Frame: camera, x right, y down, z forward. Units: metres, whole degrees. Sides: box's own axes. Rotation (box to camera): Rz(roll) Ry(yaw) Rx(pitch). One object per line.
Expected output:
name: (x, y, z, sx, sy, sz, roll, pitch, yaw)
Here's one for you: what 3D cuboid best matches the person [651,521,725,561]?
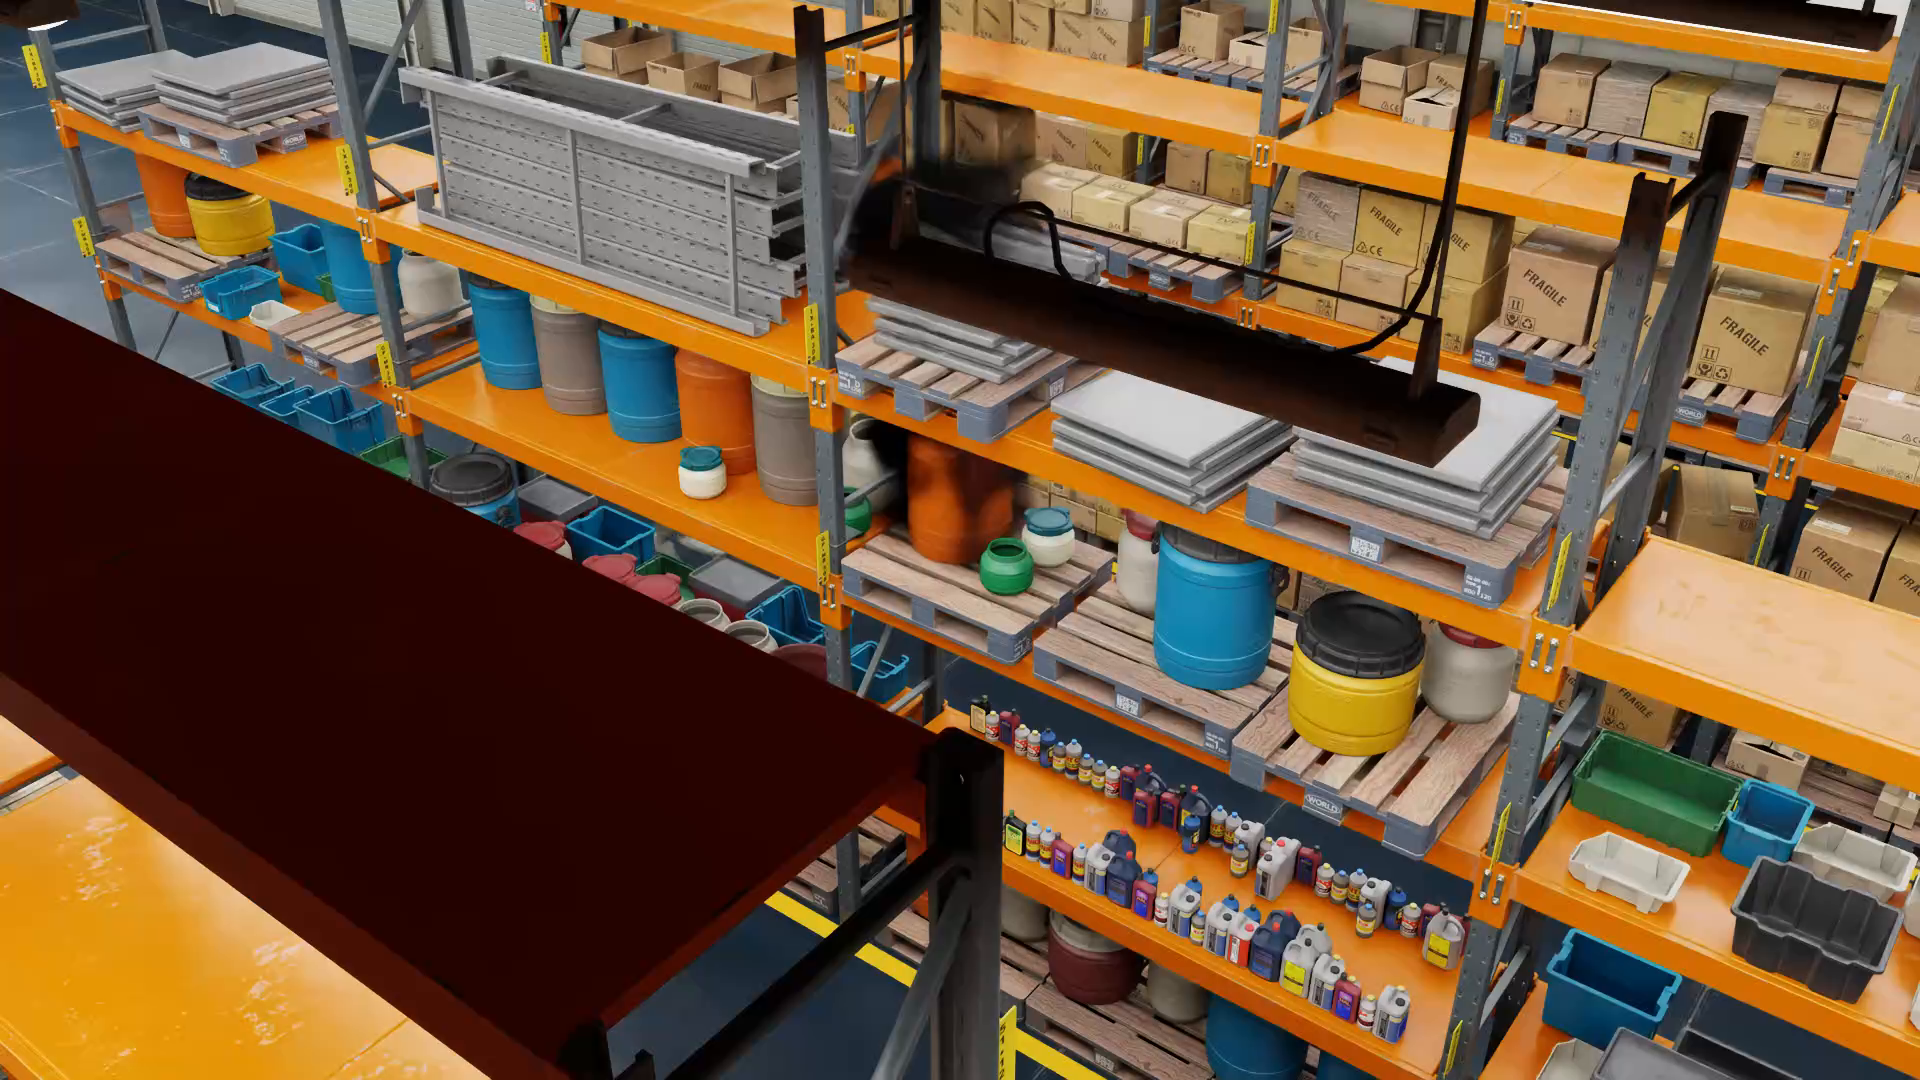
person: (-2.342, -0.279, 14.199, 0.734, 1.636, 0.595, 14, 34, 22)
